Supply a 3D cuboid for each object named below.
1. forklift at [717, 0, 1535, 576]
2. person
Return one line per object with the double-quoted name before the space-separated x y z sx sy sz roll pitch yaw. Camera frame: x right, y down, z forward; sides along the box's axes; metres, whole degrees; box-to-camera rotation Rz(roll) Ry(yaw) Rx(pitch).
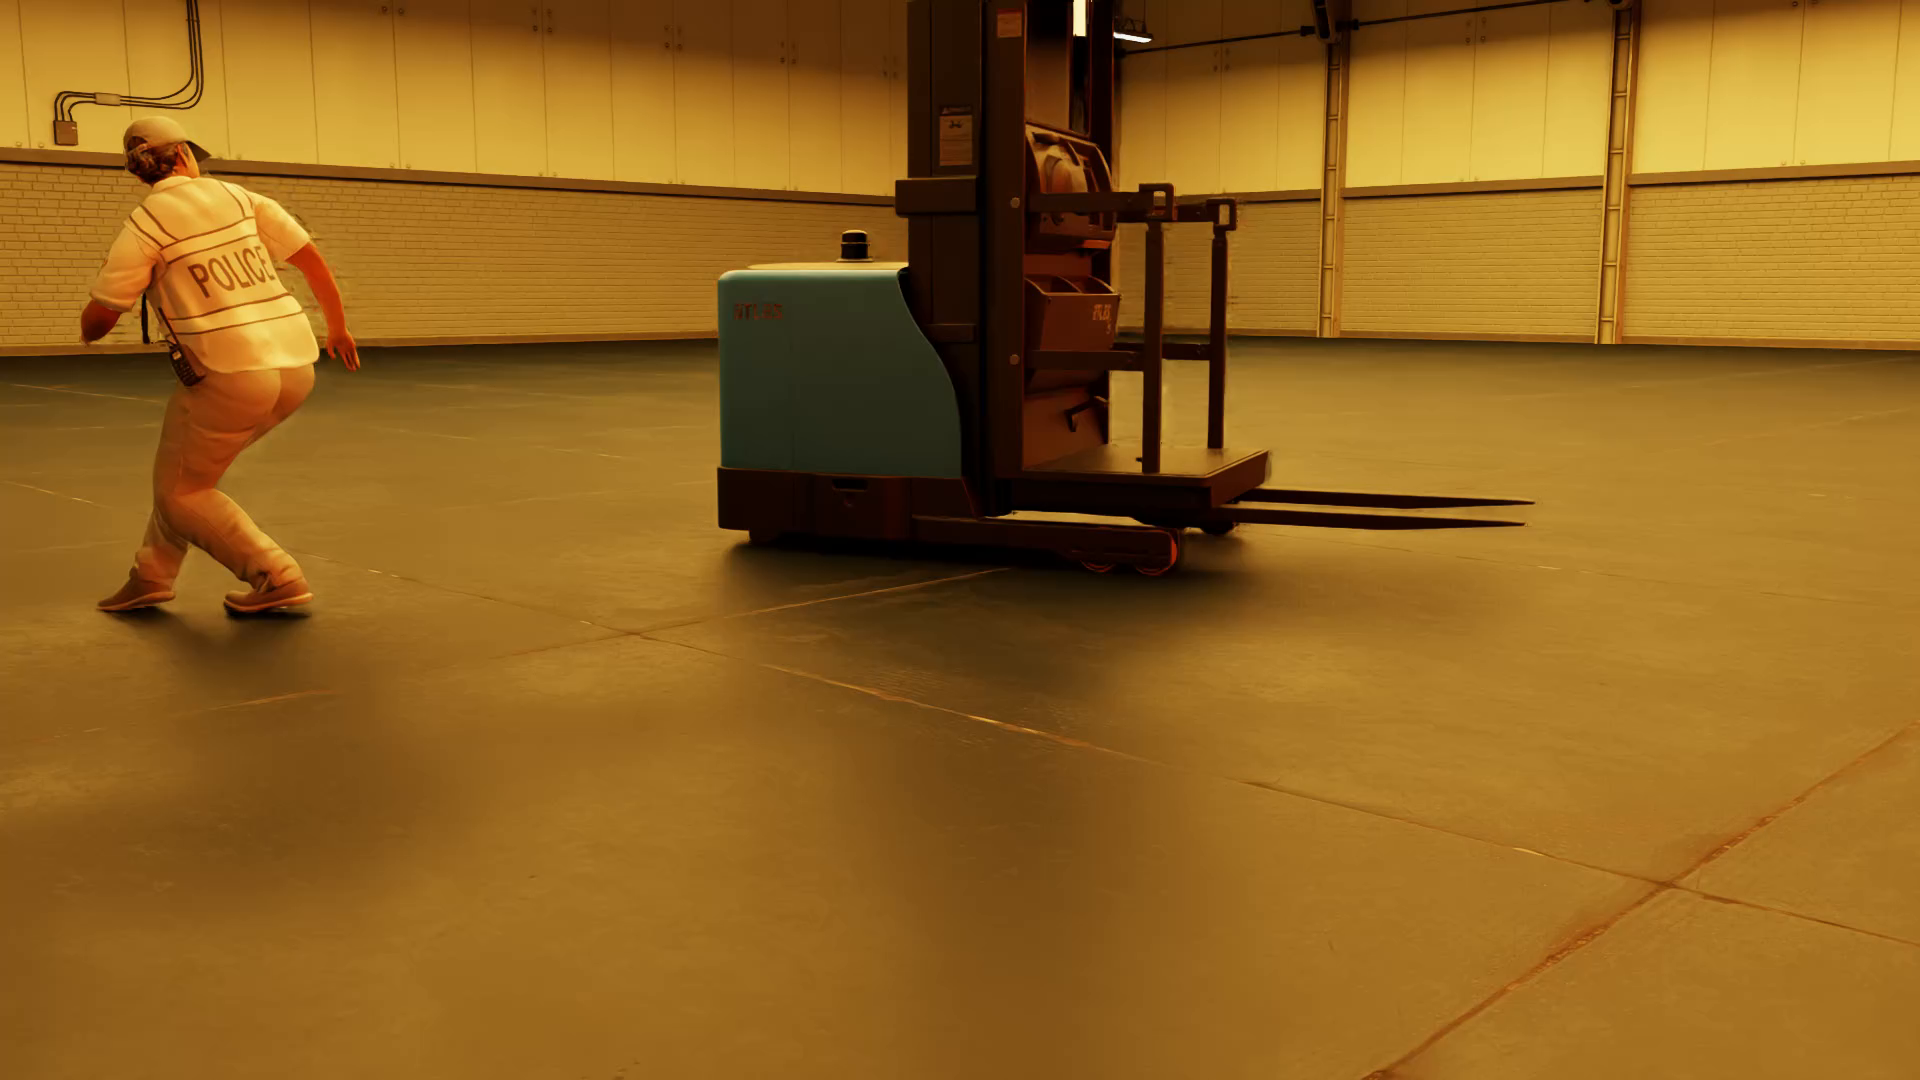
"forklift" 0.611 -1.413 6.257 3.031 2.935 1.130 3 9 22
"person" -2.364 -0.534 5.229 0.772 1.537 0.726 3 9 18
